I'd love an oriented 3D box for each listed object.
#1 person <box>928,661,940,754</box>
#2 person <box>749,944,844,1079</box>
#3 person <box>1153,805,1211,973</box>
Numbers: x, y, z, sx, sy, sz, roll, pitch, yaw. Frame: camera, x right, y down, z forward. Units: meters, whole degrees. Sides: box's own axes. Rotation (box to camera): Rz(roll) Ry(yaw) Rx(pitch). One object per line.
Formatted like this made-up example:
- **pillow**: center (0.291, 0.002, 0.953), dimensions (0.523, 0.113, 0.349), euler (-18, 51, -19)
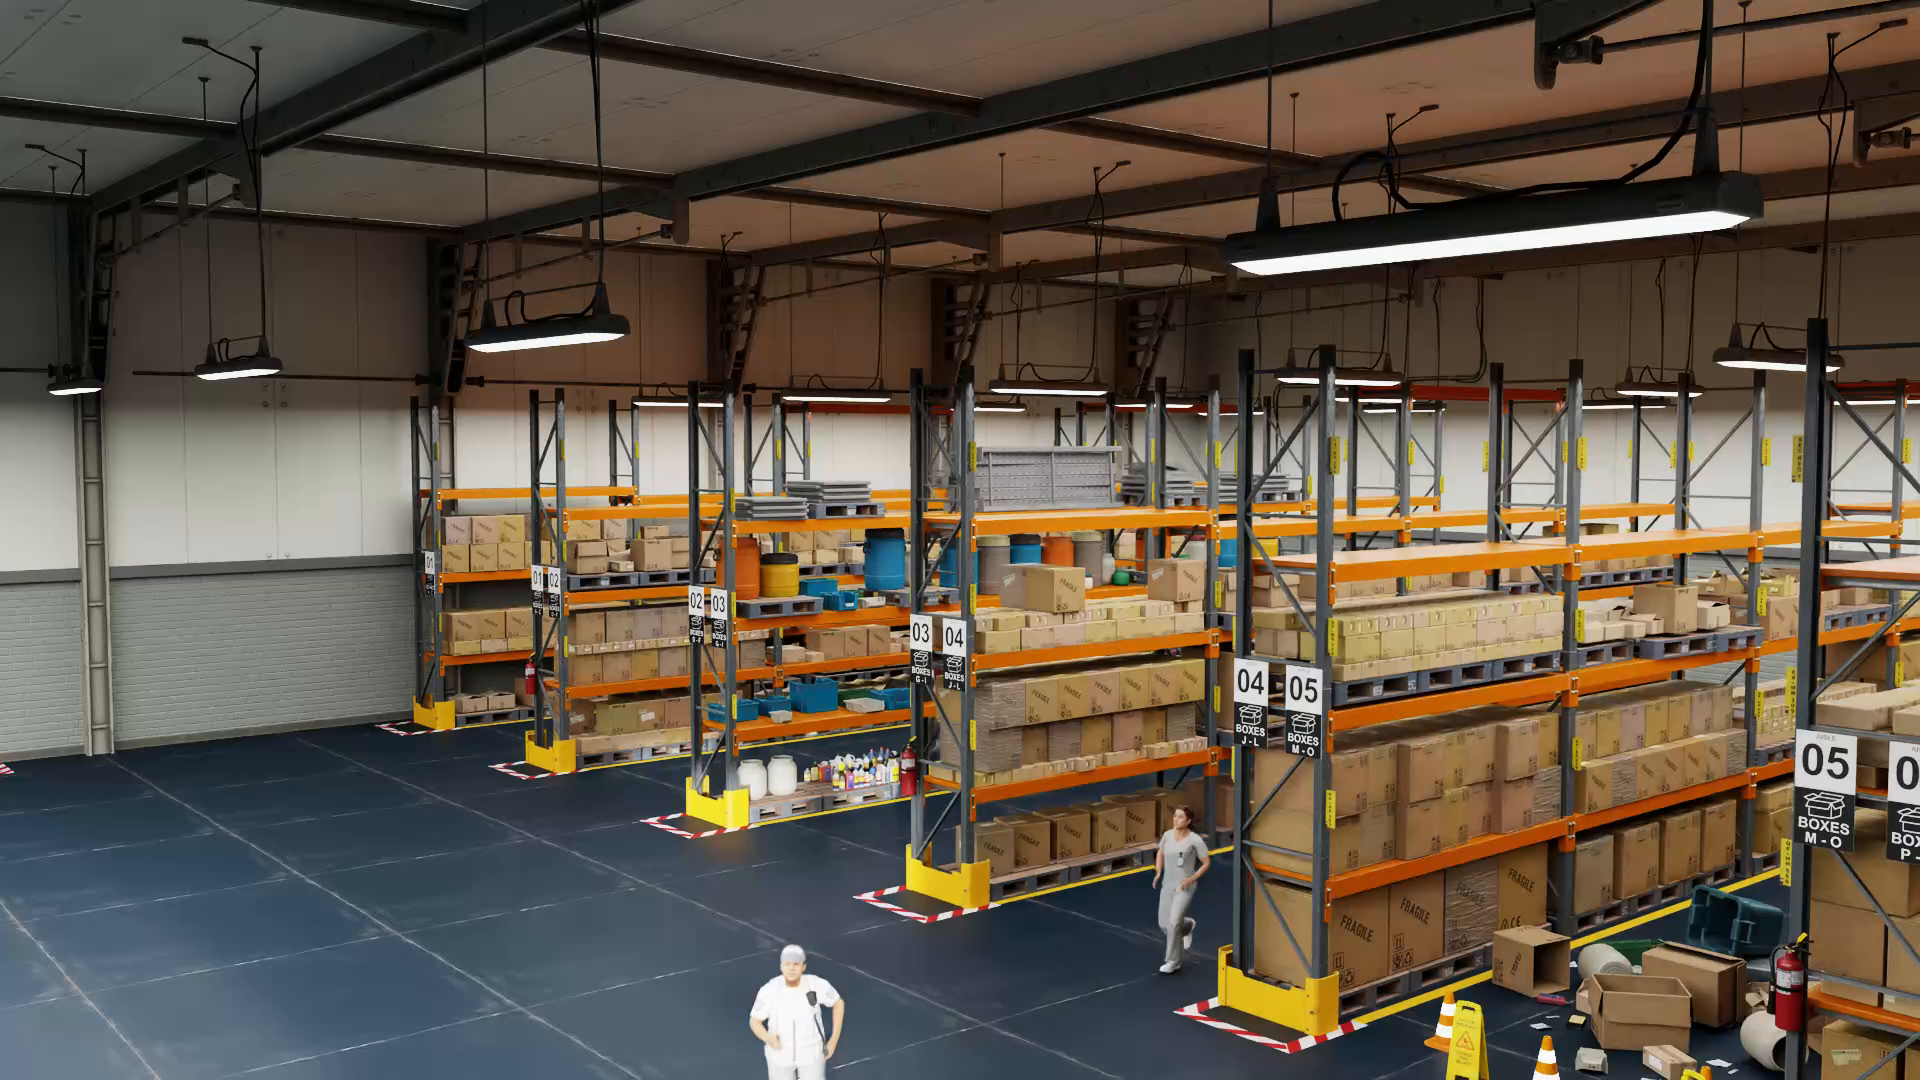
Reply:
- **person**: center (-0.490, 2.653, 27.153), dimensions (0.828, 1.826, 0.658), euler (-3, 5, -45)
- **person**: center (-1.149, 3.648, 11.635), dimensions (0.661, 1.639, 0.570), euler (0, 3, -1)
- **person**: center (2.180, 3.386, 16.305), dimensions (0.586, 1.614, 0.666), euler (2, 4, 34)
